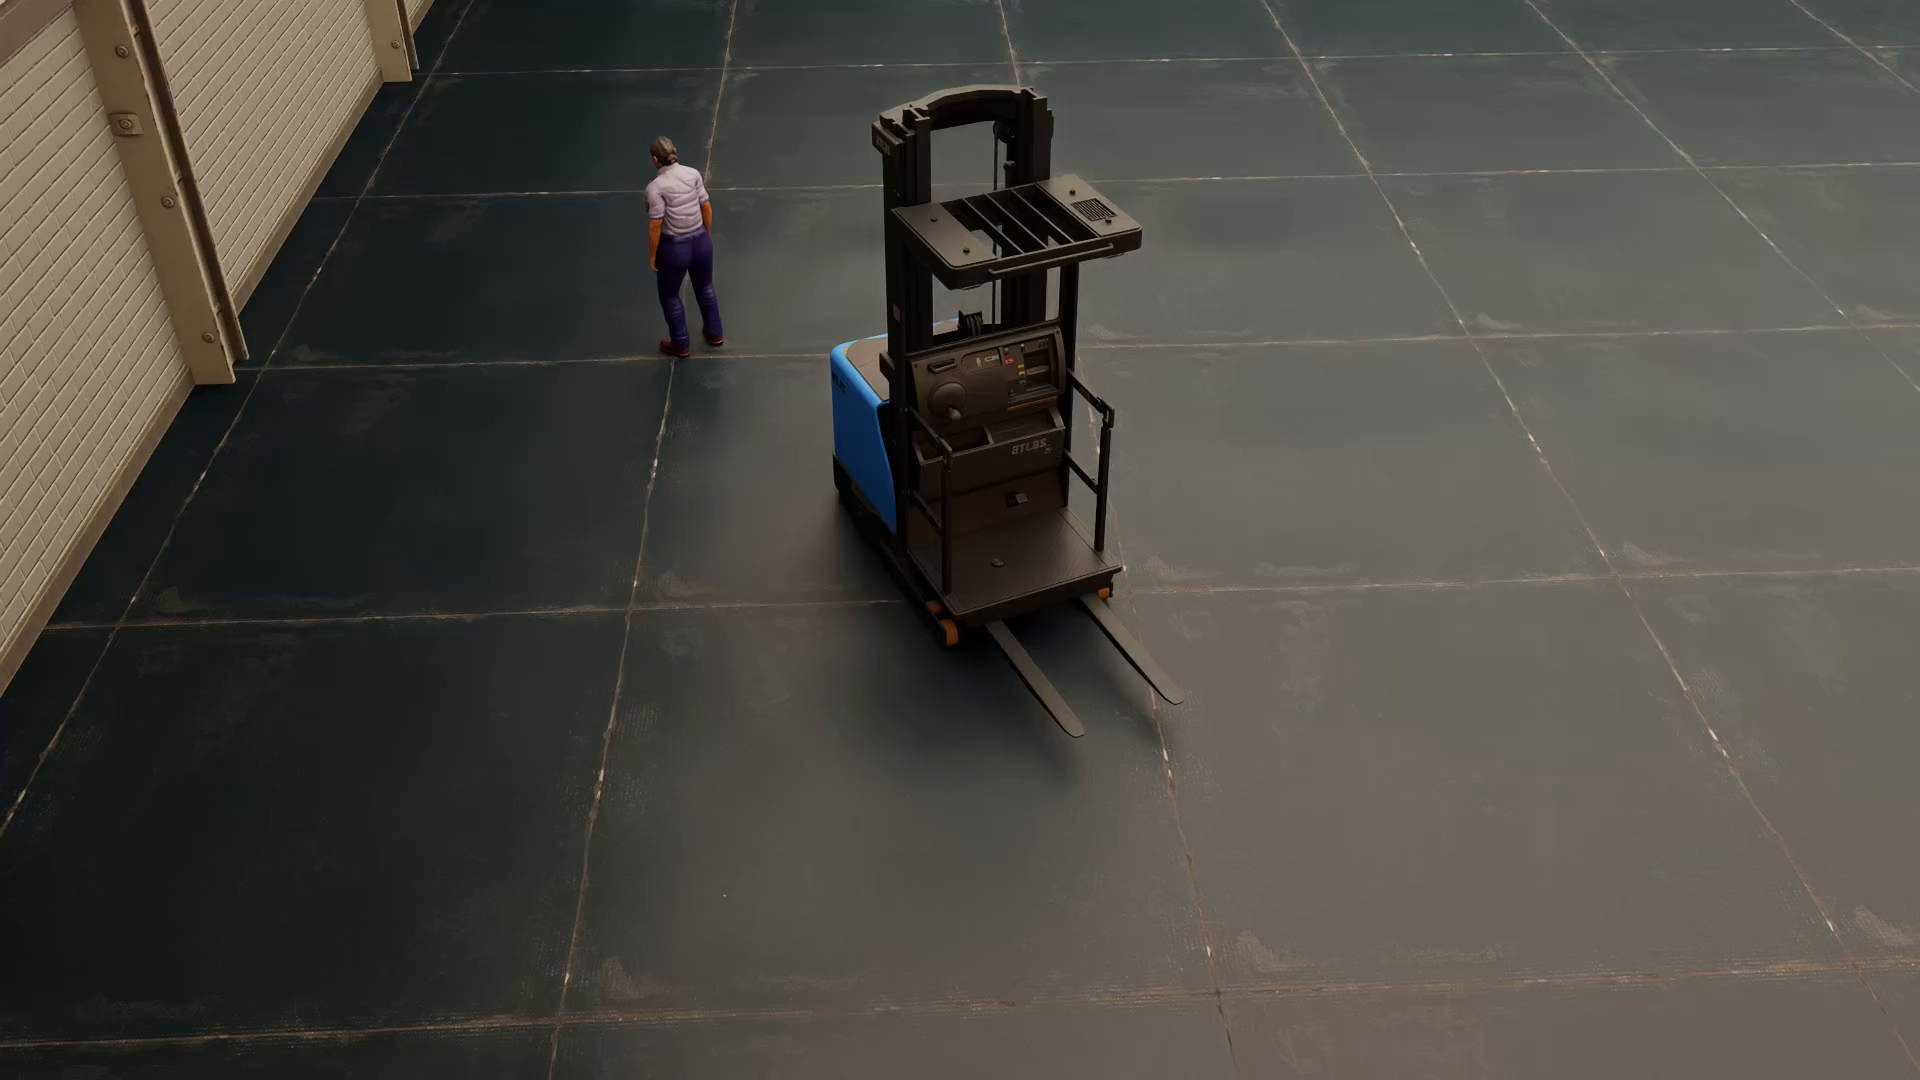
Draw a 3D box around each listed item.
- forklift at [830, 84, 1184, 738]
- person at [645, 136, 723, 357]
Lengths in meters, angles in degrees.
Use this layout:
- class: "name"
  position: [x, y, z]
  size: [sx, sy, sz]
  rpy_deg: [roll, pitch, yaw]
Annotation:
- class: "forklift"
  position: [0.258, -0.860, 9.192]
  size: [1.130, 2.935, 3.031]
  rpy_deg: [-15, 39, -20]
- class: "person"
  position: [-2.016, -2.125, 12.018]
  size: [0.561, 1.651, 0.341]
  rpy_deg: [-27, 44, -32]
